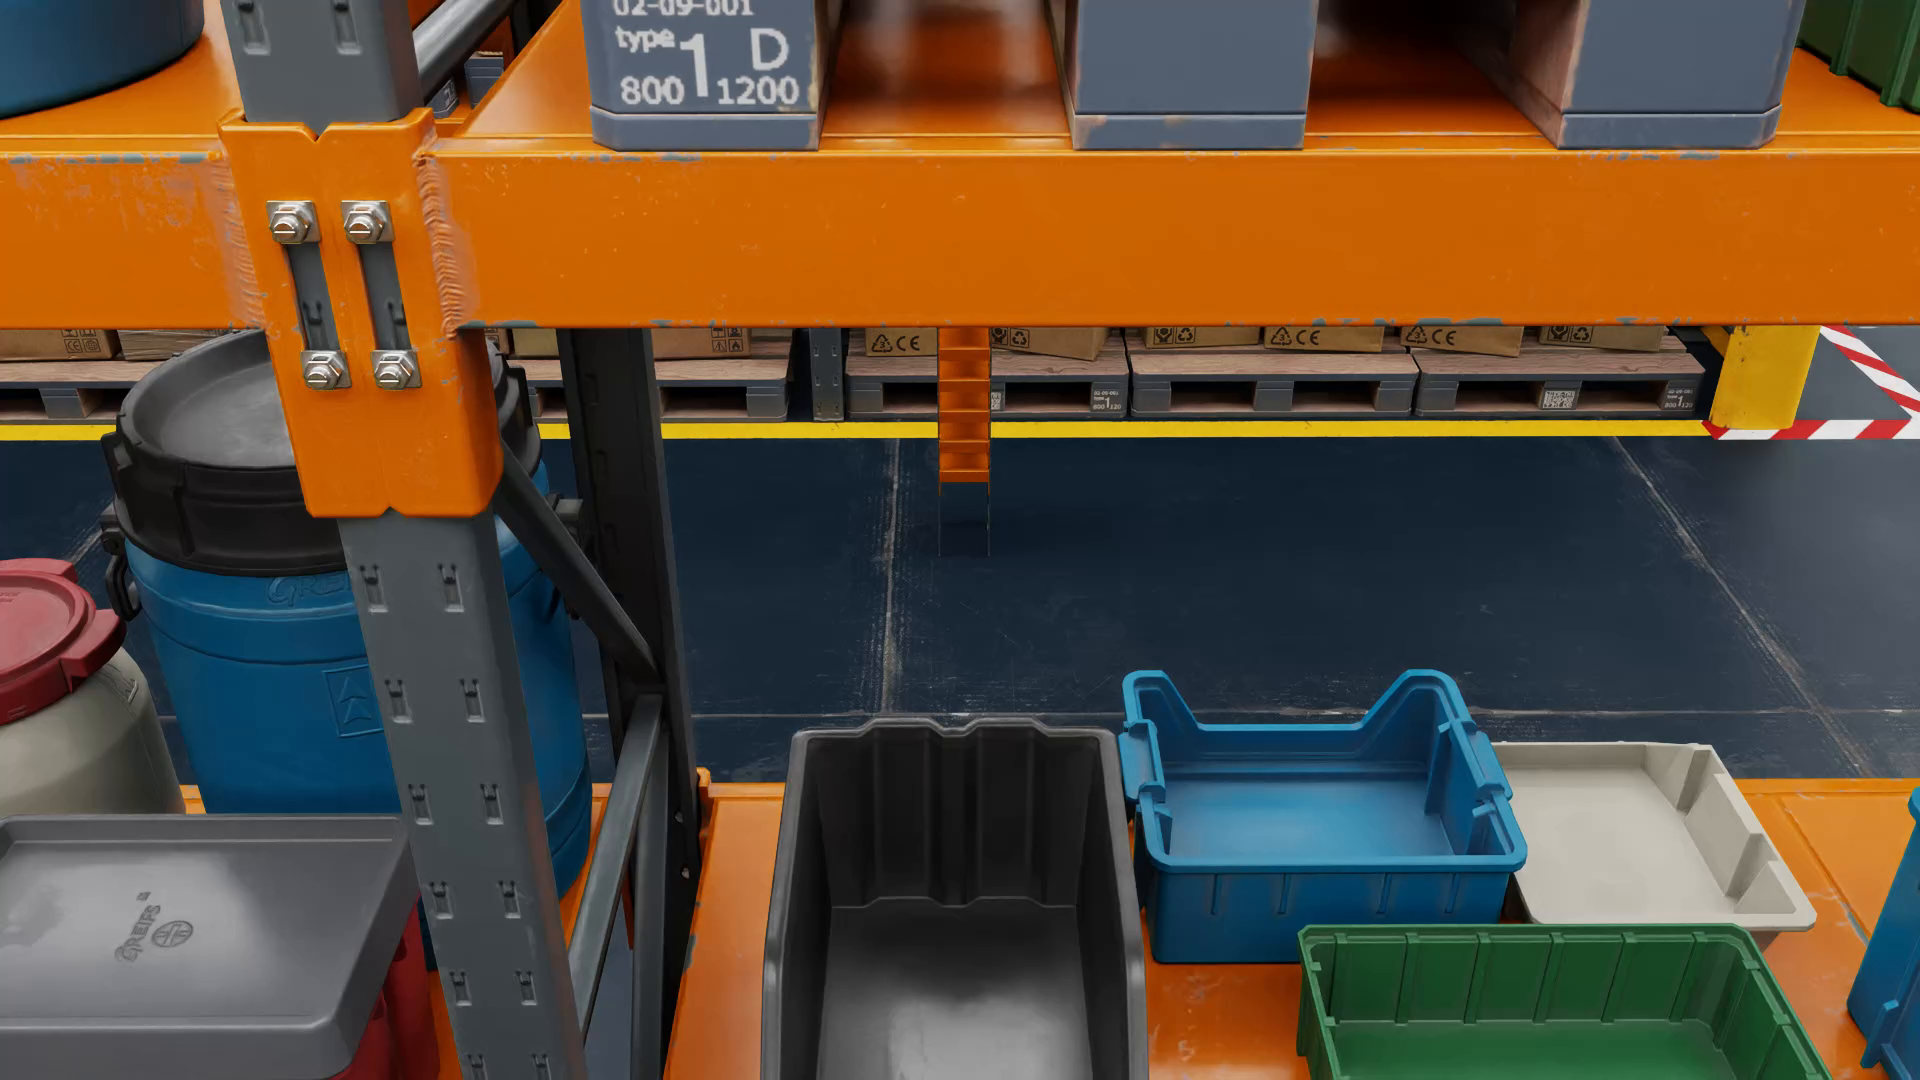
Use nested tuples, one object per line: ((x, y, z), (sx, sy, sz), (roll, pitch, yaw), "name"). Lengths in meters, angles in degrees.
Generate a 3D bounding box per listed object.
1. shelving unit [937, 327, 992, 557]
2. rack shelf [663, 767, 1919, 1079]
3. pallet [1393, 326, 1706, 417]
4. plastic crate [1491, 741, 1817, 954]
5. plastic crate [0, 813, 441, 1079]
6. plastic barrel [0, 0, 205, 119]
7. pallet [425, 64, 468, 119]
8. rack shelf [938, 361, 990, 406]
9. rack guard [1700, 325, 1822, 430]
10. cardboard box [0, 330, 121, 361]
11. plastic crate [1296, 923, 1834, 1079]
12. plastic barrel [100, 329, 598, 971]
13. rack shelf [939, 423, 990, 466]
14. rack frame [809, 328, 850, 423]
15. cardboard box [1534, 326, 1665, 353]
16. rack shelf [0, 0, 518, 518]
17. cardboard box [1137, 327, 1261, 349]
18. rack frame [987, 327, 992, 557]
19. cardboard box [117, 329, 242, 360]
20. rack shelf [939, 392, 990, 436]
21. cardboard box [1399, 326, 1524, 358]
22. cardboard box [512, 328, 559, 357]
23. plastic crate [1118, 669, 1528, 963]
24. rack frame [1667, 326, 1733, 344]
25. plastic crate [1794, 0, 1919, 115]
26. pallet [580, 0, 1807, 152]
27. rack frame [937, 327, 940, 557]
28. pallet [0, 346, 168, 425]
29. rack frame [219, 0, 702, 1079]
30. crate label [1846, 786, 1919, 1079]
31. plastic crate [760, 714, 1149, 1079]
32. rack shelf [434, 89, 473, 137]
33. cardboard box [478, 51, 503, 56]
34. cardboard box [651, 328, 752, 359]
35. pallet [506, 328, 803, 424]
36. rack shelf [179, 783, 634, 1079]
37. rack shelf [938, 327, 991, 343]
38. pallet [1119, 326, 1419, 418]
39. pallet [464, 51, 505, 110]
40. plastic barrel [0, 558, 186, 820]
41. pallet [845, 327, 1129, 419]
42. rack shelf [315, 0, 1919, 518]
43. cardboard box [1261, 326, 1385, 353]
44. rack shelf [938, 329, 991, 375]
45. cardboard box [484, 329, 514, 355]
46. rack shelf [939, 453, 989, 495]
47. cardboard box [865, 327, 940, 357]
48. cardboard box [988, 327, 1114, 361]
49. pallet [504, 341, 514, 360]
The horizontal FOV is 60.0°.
((0.014, -0.513, 5.939), (0.189, 1.200, 0.258), (0, 31, 0), "shelving unit")
((1.467, 0.831, 2.682), (4.000, 0.370, 1.077), (0, 31, 0), "rack shelf")
((2.549, -0.876, 7.490), (1.213, 0.211, 1.003), (0, 31, 0), "pallet")
((1.090, 0.506, 2.779), (0.437, 0.136, 0.530), (0, 31, 0), "plastic crate")
((-1.015, 0.662, 2.205), (0.583, 0.464, 0.402), (0, 31, 0), "plastic crate")
((-1.040, -0.853, 1.389), (0.708, 0.901, 0.600), (0, 31, 0), "plastic barrel")
((-2.583, -1.973, 6.794), (1.213, 0.211, 1.003), (0, 31, 0), "pallet")
((0.014, -0.578, 5.900), (0.180, 0.103, 0.258), (0, 31, 0), "rack shelf")
((3.361, -0.983, 7.389), (0.348, 0.500, 1.175), (0, 31, 0), "rack guard")
((-3.893, -1.159, 7.254), (0.500, 0.500, 0.700), (-2, 31, -3), "cardboard box")
((0.826, 0.762, 2.306), (0.662, 0.188, 0.450), (0, 31, 0), "plastic crate")
((-0.921, 0.159, 2.613), (0.708, 0.901, 0.600), (0, 31, 0), "plastic barrel")
((0.014, -0.372, 6.024), (0.180, 0.103, 0.258), (0, 31, 0), "rack shelf")
((-0.563, -2.040, 6.720), (0.127, 3.000, 1.000), (0, 31, 0), "rack frame")
((2.813, -1.170, 7.291), (0.500, 0.500, 0.500), (5, 32, 9), "cardboard box")
((-2.533, -0.439, 1.884), (4.000, 0.370, 1.077), (0, 31, 0), "rack shelf")
((1.031, -1.179, 7.307), (0.500, 0.500, 0.500), (-3, 31, -5), "cardboard box")
((0.106, -0.513, 5.939), (0.006, 1.200, 0.240), (0, 31, 0), "rack frame")
((-3.338, -1.167, 7.268), (0.500, 0.500, 0.700), (-3, 31, -4), "cardboard box")
((0.014, -0.475, 5.962), (0.180, 0.103, 0.258), (0, 31, 0), "rack shelf")
((2.215, -1.150, 7.259), (0.500, 0.500, 0.500), (8, 32, 13), "cardboard box")
((-1.654, -1.177, 7.283), (0.500, 0.500, 0.700), (0, 31, -1), "cardboard box")
((0.572, 0.449, 2.762), (0.616, 0.251, 0.499), (0, 31, 0), "plastic crate")
((3.437, -2.052, 6.741), (0.127, 3.000, 1.000), (0, 31, 0), "rack frame")
((1.047, -0.526, 1.538), (0.450, 0.188, 0.336), (0, 31, 0), "plastic crate")
((0.188, -0.725, 1.844), (1.003, 0.211, 1.213), (0, 31, 0), "pallet")
((-0.077, -0.513, 5.938), (0.006, 1.200, 0.240), (0, 31, 0), "rack frame")
((-3.781, -0.837, 7.425), (1.213, 0.211, 1.003), (0, 31, 0), "pallet")
((-0.533, 0.528, 2.488), (0.053, 2.616, 0.949), (0, 31, 0), "rack frame")
((1.628, 0.648, 2.256), (0.616, 0.435, 0.502), (0, 31, 0), "crate label")
((-0.008, 0.620, 2.396), (0.504, 0.338, 0.767), (0, 31, 0), "plastic crate")
((-2.563, -1.726, 6.896), (4.000, 0.370, 1.077), (0, 31, 0), "rack shelf")
((-1.358, -2.546, 6.571), (1.000, 1.000, 1.000), (0, 31, 0), "cardboard box")
((-1.177, -1.168, 7.270), (0.500, 0.500, 0.700), (-2, 31, -4), "cardboard box")
((-1.341, -0.844, 7.438), (1.213, 0.211, 1.003), (0, 31, 0), "pallet")
((-2.533, 0.843, 2.662), (4.000, 0.370, 1.077), (0, 31, 0), "rack shelf")
((0.014, -0.783, 5.775), (0.180, 0.103, 0.258), (0, 31, 0), "rack shelf")
((1.332, -0.873, 7.486), (1.213, 0.211, 1.003), (0, 31, 0), "pallet")
((-1.328, -2.031, 6.890), (1.213, 0.211, 1.003), (0, 31, 0), "pallet")
((-1.491, 0.361, 2.633), (0.433, 0.535, 0.433), (0, 31, 0), "plastic barrel")
((0.109, -0.868, 7.477), (1.213, 0.211, 1.003), (0, 31, 0), "pallet")
((1.467, -0.452, 1.904), (4.000, 0.370, 1.077), (0, 31, 0), "rack shelf")
((1.589, -1.158, 7.272), (0.500, 0.500, 0.500), (3, 31, 4), "cardboard box")
((0.014, -0.680, 5.837), (0.180, 0.103, 0.258), (0, 31, 0), "rack shelf")
((-2.213, -1.175, 7.280), (0.500, 0.500, 0.700), (-3, 31, -5), "cardboard box")
((0.014, -0.270, 6.086), (0.180, 0.103, 0.258), (0, 31, 0), "rack shelf")
((-0.162, -1.131, 7.227), (0.500, 0.500, 0.500), (-1, 31, -2), "cardboard box")
((0.410, -1.137, 7.237), (0.500, 0.500, 0.500), (10, 33, 15), "cardboard box")
((-2.564, -0.839, 7.429), (1.213, 0.211, 1.003), (0, 31, 0), "pallet")
